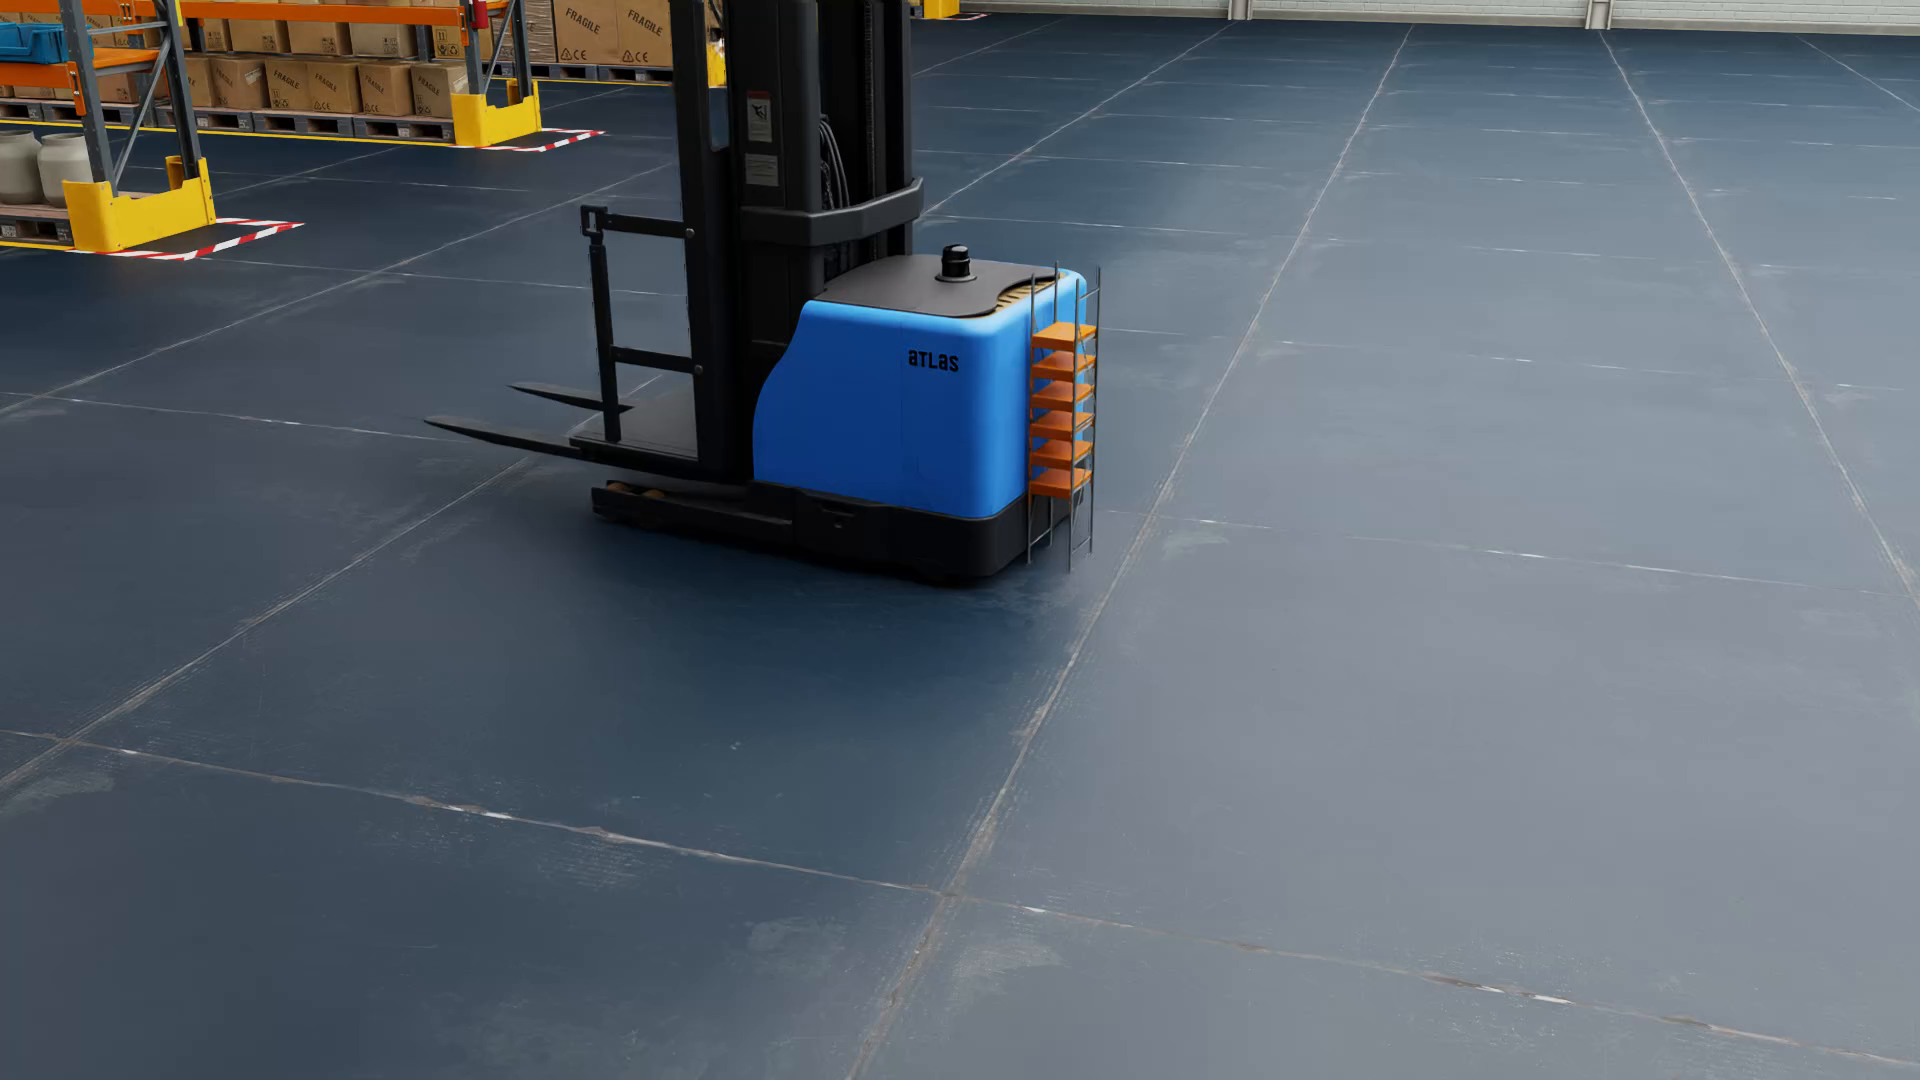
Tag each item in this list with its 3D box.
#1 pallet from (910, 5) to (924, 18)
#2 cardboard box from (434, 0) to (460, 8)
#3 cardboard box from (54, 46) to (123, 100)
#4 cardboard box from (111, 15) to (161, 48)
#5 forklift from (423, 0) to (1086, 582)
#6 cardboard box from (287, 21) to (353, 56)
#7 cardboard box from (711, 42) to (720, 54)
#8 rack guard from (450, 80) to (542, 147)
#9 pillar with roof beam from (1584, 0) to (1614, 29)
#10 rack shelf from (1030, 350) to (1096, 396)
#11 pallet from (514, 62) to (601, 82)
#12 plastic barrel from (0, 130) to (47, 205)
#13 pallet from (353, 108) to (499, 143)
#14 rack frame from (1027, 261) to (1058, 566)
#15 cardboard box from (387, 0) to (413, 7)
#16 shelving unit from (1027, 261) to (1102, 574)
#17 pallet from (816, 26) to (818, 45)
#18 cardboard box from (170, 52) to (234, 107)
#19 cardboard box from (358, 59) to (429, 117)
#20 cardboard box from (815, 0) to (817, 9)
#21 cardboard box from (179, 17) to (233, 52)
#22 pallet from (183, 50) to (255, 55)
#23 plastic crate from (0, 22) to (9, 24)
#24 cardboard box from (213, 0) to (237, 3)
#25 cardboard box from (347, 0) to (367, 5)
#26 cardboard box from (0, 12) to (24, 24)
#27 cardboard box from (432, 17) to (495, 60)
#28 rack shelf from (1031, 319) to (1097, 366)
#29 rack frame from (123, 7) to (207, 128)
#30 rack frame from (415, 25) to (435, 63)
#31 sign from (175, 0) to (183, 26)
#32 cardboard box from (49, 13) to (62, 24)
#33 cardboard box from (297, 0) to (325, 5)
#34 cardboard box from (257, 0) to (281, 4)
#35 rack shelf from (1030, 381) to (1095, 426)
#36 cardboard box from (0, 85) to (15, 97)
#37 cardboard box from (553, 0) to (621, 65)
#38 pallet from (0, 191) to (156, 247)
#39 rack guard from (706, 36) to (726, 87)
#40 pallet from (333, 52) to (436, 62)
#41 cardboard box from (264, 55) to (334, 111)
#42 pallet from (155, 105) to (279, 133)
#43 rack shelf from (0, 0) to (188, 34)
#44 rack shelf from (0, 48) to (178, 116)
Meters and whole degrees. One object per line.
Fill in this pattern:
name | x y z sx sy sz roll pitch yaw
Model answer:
pallet | -1.099 -9.692 30.345 1.213 0.211 1.003 7 23 16
cardboard box | -4.980 -5.350 16.414 0.250 0.149 0.380 7 23 16
cardboard box | -9.510 -5.129 18.260 0.500 0.500 0.700 6 23 15
cardboard box | -11.483 -7.192 23.316 0.500 0.500 0.500 6 23 15
forklift | -1.014 -1.566 6.950 3.031 2.935 1.130 11 25 25
cardboard box | -8.490 -7.035 22.603 0.750 0.750 1.050 7 23 15
cardboard box | -3.623 -7.201 24.352 0.380 0.149 0.250 -20 29 -39
rack guard | -4.720 -4.361 16.967 0.348 0.500 1.175 7 23 16
pillar with roof beam | 9.484 -11.214 22.474 0.400 9.000 9.100 7 23 16
rack shelf | 0.408 -0.656 6.497 0.180 0.103 0.258 11 25 25
pallet | -5.070 -6.204 21.840 1.213 0.211 1.003 7 23 15
plastic barrel | -7.210 -2.853 12.720 0.421 0.512 0.421 0 22 0
pallet | -5.488 -4.330 17.271 1.213 0.211 1.003 7 23 16
rack frame | 0.327 -0.491 6.609 0.006 1.200 0.240 11 25 25
cardboard box | -5.473 -5.386 16.502 0.250 0.149 0.380 7 23 16
shelving unit | 0.408 -0.475 6.571 0.189 1.200 0.258 11 25 25
pallet | -2.625 -7.930 26.048 1.213 0.211 1.003 7 23 16
cardboard box | -8.106 -4.927 17.794 0.500 0.500 0.500 6 23 14
cardboard box | -5.823 -4.675 17.178 0.500 0.500 0.500 13 26 29
cardboard box | -2.500 -8.570 26.017 0.500 0.500 0.500 6 23 14
cardboard box | -10.220 -7.232 23.082 0.750 0.750 1.050 6 23 15
pallet | -10.044 -6.774 23.229 1.213 0.211 1.003 7 23 16
plastic crate | -7.264 -3.661 12.161 0.408 0.251 0.499 7 23 16
cardboard box | -7.406 -5.583 16.983 0.250 0.149 0.380 7 23 16
cardboard box | -5.936 -5.461 16.686 0.250 0.149 0.380 7 23 16
cardboard box | -13.469 -7.419 23.868 0.500 0.500 0.500 8 24 18
cardboard box | -6.366 -6.856 22.001 0.875 0.875 0.875 7 23 16
rack shelf | 0.408 -0.767 6.451 0.180 0.103 0.258 11 25 25
rack frame | -8.477 -5.948 17.542 0.127 3.000 1.000 7 23 16
rack frame | -6.947 -7.739 21.908 0.127 3.000 1.000 7 23 16
sign | -5.915 -4.037 12.519 0.005 0.325 0.100 7 23 16
cardboard box | -12.489 -7.303 23.585 0.500 0.500 0.500 5 23 13
cardboard box | -6.446 -5.476 16.721 0.250 0.149 0.380 7 23 16
cardboard box | -6.918 -5.539 16.876 0.250 0.149 0.380 7 23 16
rack shelf | 0.408 -0.545 6.542 0.180 0.103 0.258 11 25 25
cardboard box | -10.580 -5.252 18.558 0.500 0.500 0.700 9 24 20
cardboard box | -4.629 -6.658 21.518 0.875 0.875 0.875 6 23 15
pallet | -6.941 -2.502 12.815 1.213 0.211 1.003 7 23 16
rack guard | -3.095 -6.141 21.307 0.348 0.500 1.175 7 23 16
pallet | -7.708 -6.506 22.577 1.213 0.211 1.003 7 23 16
cardboard box | -6.938 -4.828 17.551 0.500 0.500 0.500 4 23 11
pallet | -7.824 -4.597 17.923 1.213 0.211 1.003 7 23 16
rack shelf | -10.392 -5.834 18.213 4.000 0.370 1.077 7 23 16
rack shelf | -7.993 -3.596 12.757 4.000 0.370 1.077 7 23 16
